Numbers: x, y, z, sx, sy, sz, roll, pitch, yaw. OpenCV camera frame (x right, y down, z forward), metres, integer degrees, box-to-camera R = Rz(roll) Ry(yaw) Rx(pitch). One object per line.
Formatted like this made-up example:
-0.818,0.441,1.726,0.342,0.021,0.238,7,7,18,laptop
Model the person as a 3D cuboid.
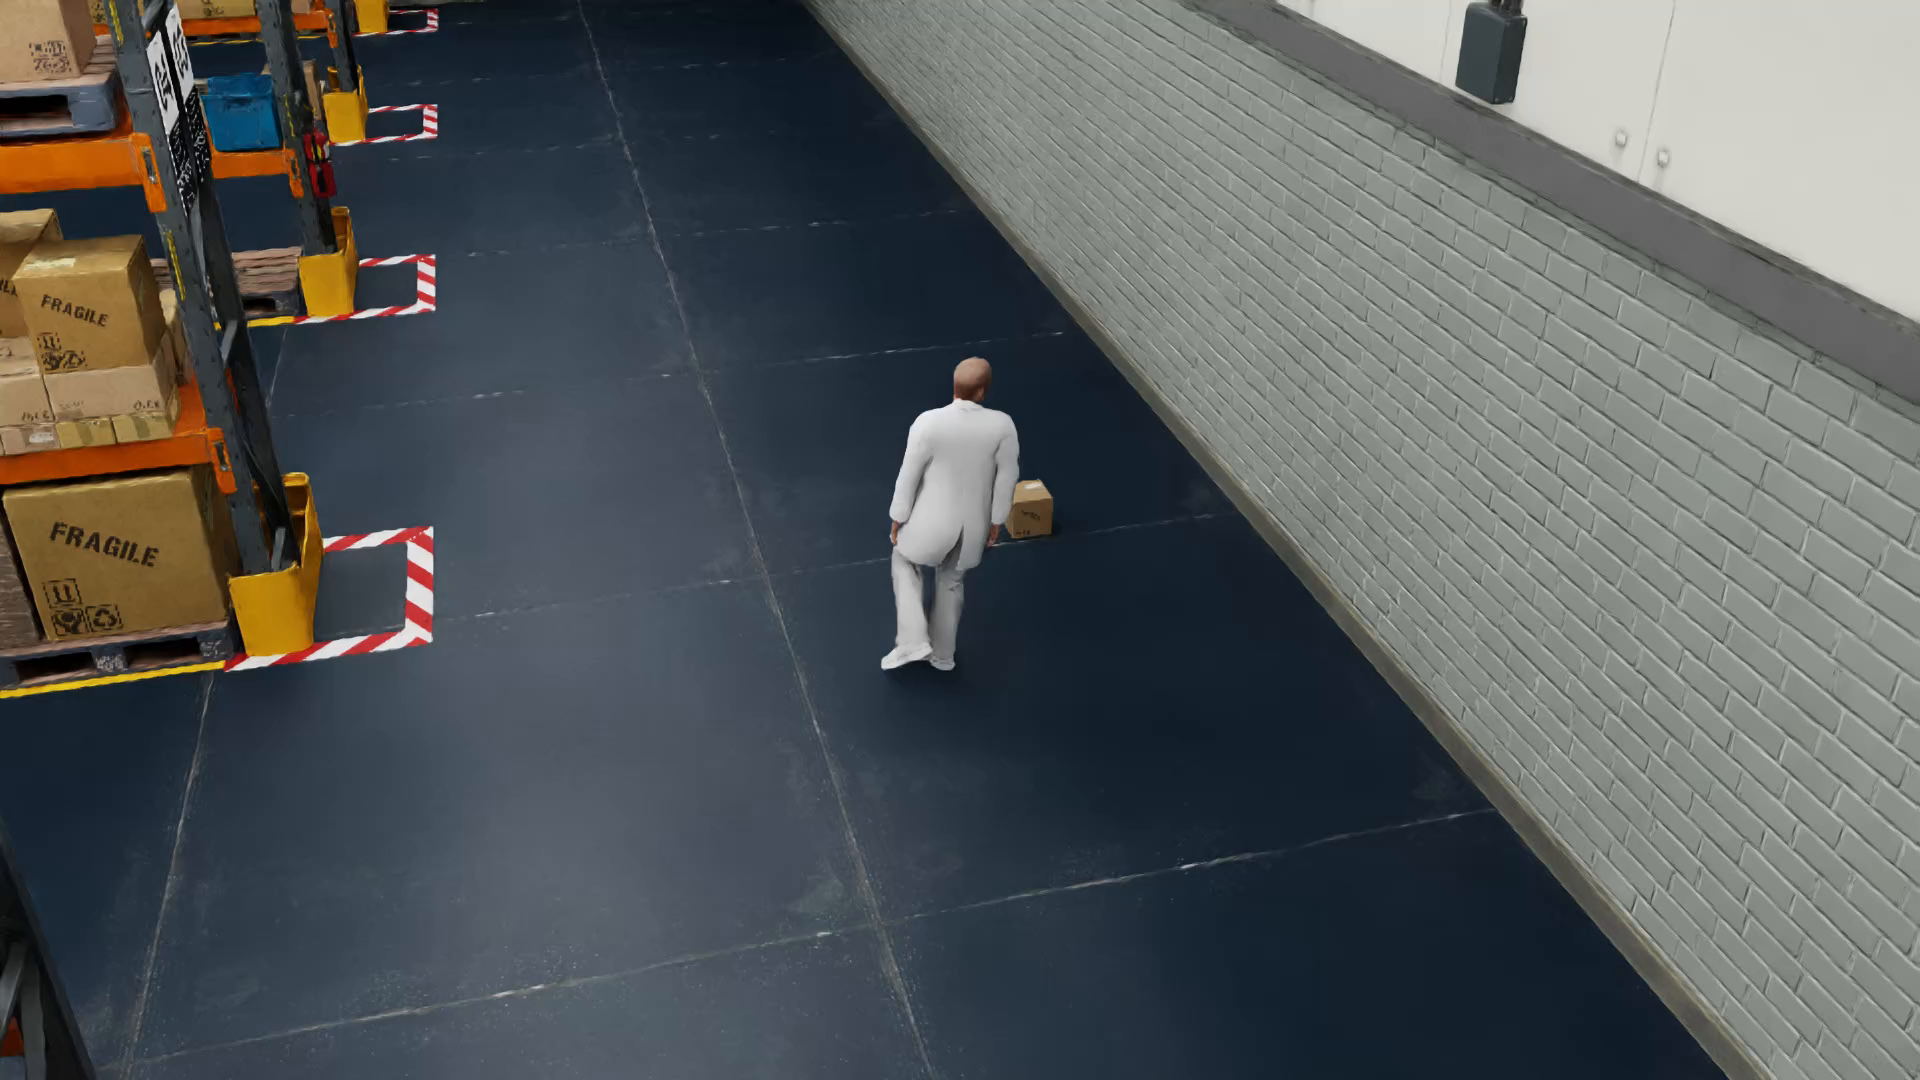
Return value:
-0.082,-0.112,8.471,0.718,1.769,0.477,-10,31,-16,person
